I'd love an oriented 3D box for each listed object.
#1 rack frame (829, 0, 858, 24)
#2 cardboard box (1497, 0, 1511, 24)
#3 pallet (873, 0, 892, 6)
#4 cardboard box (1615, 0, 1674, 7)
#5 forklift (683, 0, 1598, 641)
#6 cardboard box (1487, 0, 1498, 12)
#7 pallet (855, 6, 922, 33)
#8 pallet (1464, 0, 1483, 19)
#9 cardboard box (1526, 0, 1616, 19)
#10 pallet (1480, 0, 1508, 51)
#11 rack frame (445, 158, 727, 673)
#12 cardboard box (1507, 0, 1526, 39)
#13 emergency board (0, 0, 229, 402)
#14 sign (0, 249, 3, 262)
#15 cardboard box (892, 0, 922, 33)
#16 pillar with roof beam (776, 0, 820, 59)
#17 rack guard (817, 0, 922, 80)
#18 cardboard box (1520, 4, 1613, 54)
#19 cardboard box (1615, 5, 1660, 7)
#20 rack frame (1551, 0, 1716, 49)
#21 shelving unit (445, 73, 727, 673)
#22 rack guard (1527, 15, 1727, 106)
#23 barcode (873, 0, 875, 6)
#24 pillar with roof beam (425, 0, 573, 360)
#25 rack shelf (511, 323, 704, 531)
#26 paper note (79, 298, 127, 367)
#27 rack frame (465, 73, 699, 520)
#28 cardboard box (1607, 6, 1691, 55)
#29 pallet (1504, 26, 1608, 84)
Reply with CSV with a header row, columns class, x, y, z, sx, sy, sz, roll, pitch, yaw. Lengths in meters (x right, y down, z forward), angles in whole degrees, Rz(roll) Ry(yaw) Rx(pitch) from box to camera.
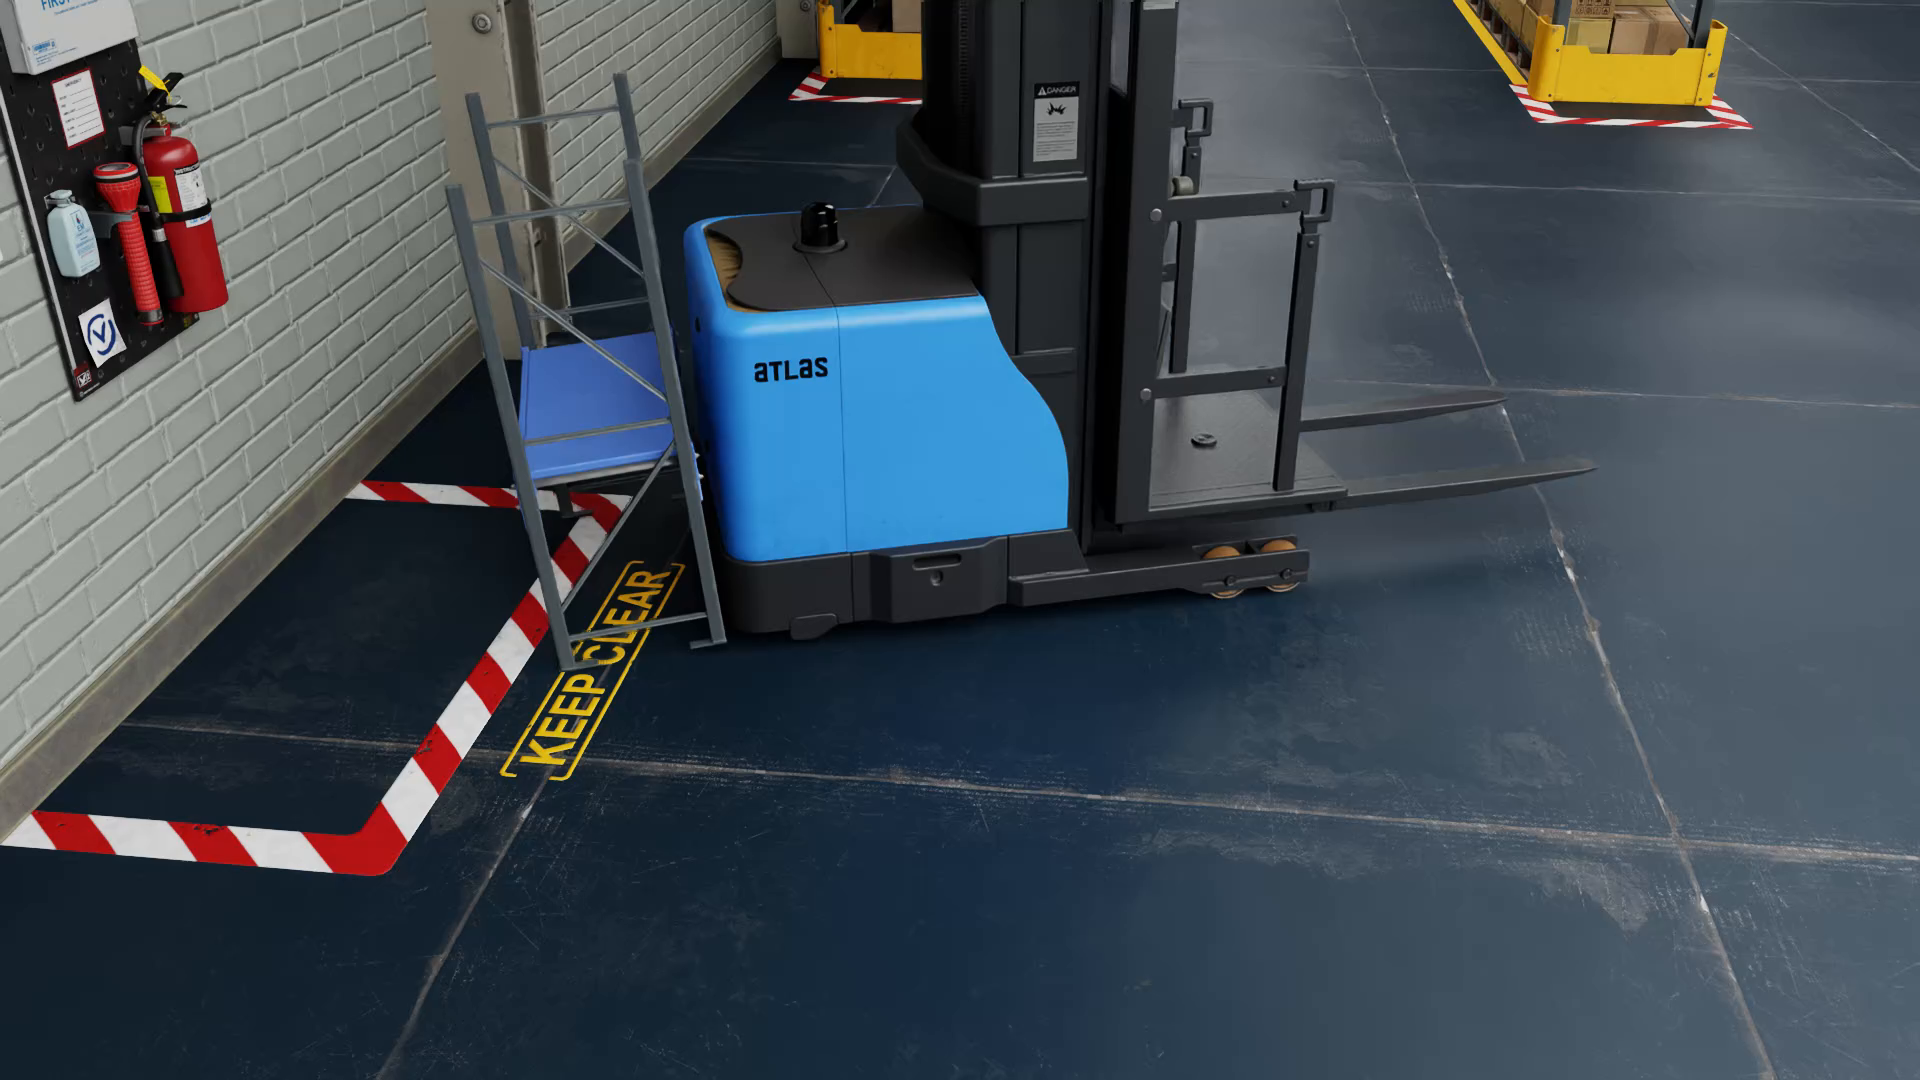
class,x,y,z,sx,sy,sz,roll,pitch,yaw
rack frame,-0.419,-4.643,11.205,1.000,3.000,0.127,3,28,6
cardboard box,4.380,-4.072,12.602,0.500,0.250,0.500,3,28,6
pallet,-0.123,-4.404,13.702,1.003,0.211,1.213,3,28,6
cardboard box,4.844,-4.136,11.930,0.500,0.500,0.500,3,28,6
forklift,0.658,-1.337,5.142,3.031,2.935,1.130,-6,29,-12
cardboard box,4.443,-4.307,13.039,0.500,0.250,0.500,3,28,6
pallet,-0.275,-3.831,12.639,1.003,0.211,1.213,3,28,6
pallet,4.849,-4.640,14.140,1.003,0.211,1.213,3,28,6
cardboard box,4.269,-3.931,11.549,0.500,0.500,0.500,3,28,6
pallet,4.702,-4.064,13.071,1.003,0.211,1.213,3,28,6
rack frame,-1.022,-0.302,4.690,0.500,1.500,0.032,-10,30,-8
cardboard box,4.320,-3.837,12.165,0.500,0.250,0.500,3,28,6
emergency board,-2.267,-1.037,4.513,0.194,1.169,0.643,3,28,6
sign,-2.437,-0.799,4.032,0.001,0.329,0.234,3,28,6
cardboard box,-0.245,-3.973,12.333,0.500,0.311,0.500,0,28,0
pillar with roof beam,3.081,-7.413,10.023,9.100,9.000,0.400,3,28,6
rack guard,-0.409,-3.578,11.864,1.175,0.500,0.348,3,28,6
cardboard box,4.271,-3.601,11.727,0.500,0.250,0.500,3,28,6
cardboard box,4.842,-3.806,12.108,0.500,0.250,0.500,3,28,6
rack frame,4.498,-4.357,10.674,1.000,3.000,0.127,3,28,6
shelving unit,-1.126,-0.538,5.128,0.538,1.500,1.048,-10,30,-8
rack guard,4.495,-3.245,11.246,1.175,0.500,0.348,3,28,6
barcode,-0.639,-4.009,12.390,0.001,0.075,0.075,3,28,6
pillar with roof beam,2.346,-4.589,4.780,9.100,9.000,0.400,3,28,6
rack shelf,-1.111,-0.382,5.215,0.538,0.185,1.000,-10,30,-8
paper note,-2.357,-0.570,4.574,0.016,0.148,0.142,3,28,6
rack frame,-1.231,-0.774,5.566,0.500,1.500,0.032,-10,30,-8
cardboard box,4.785,-3.570,11.671,0.500,0.250,0.500,3,28,6
pallet,4.550,-3.491,12.008,1.003,0.211,1.213,3,28,6
